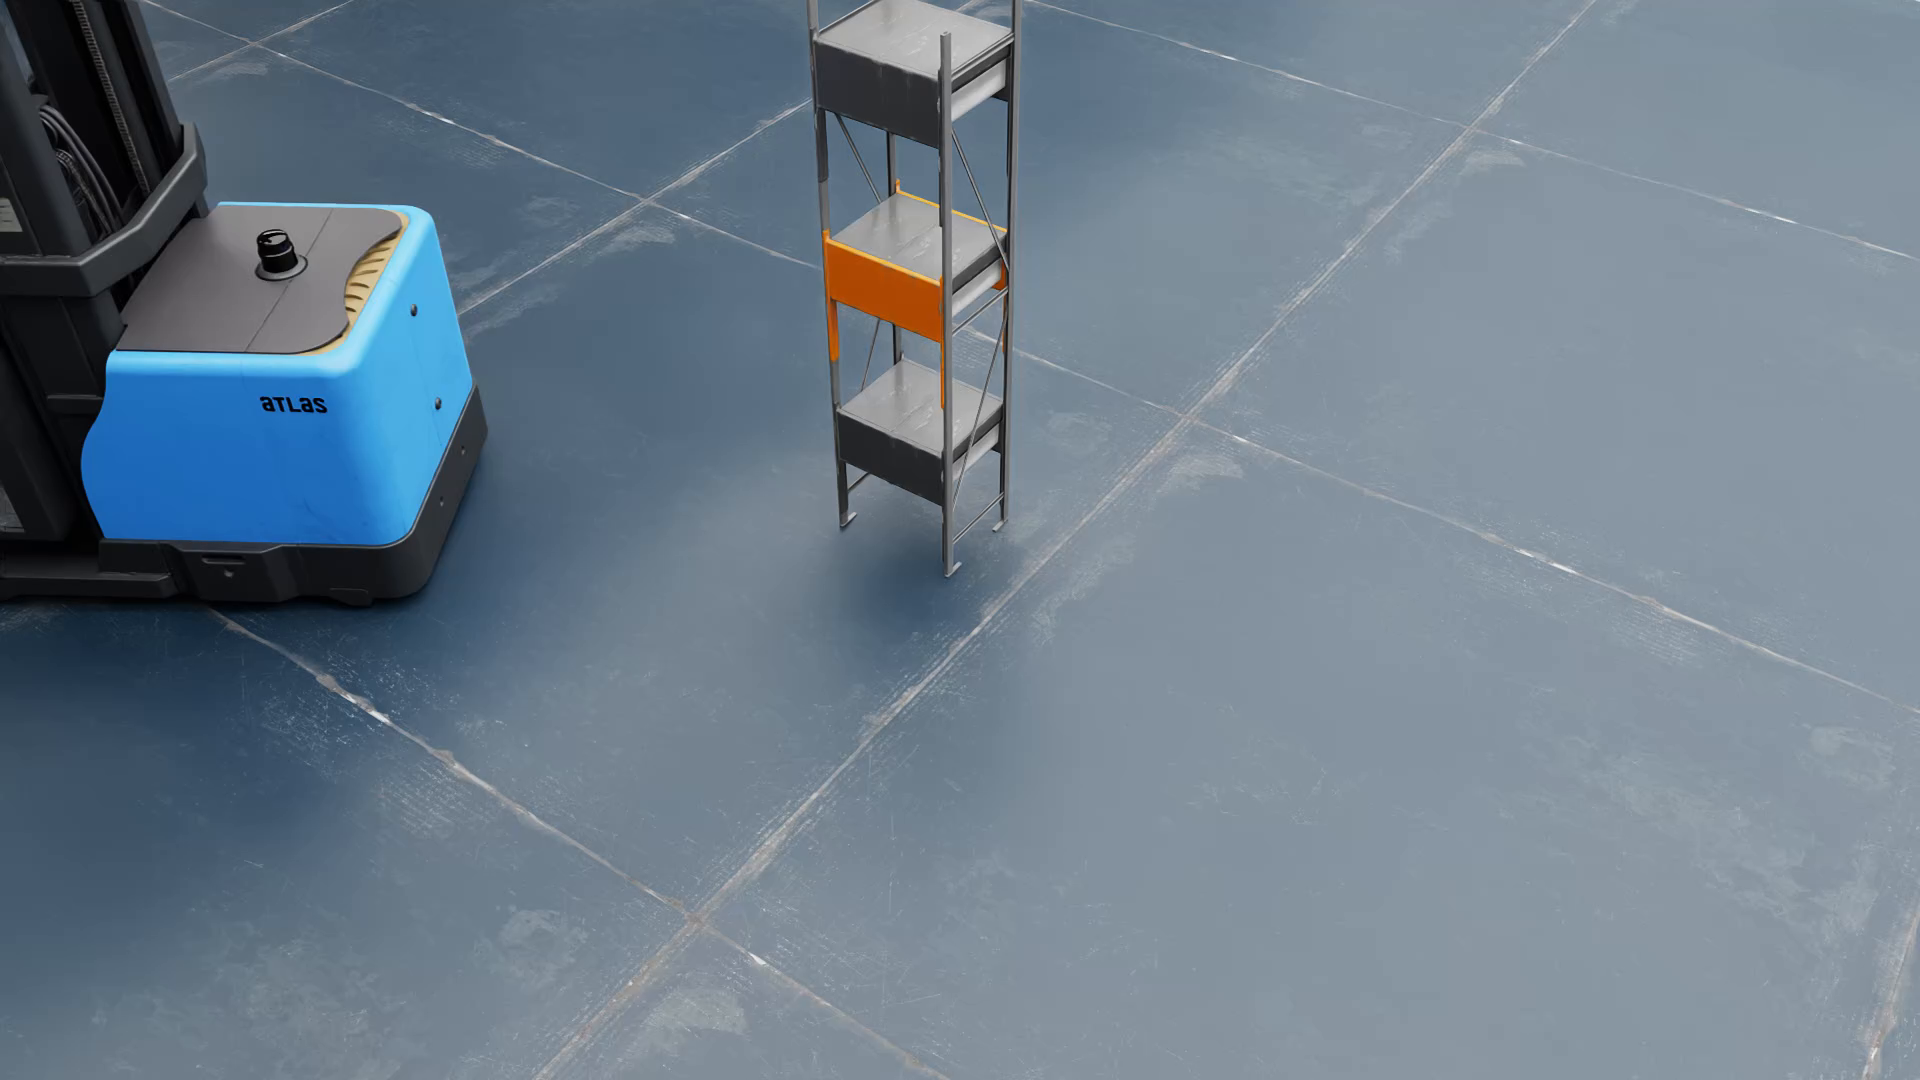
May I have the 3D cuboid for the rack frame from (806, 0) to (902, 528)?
[{"bbox_3d":[-0.335,-0.939,5.725,0.015,2.100,0.400,25,48,25],"label":"rack frame"}]

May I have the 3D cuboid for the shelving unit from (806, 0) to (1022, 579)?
[{"bbox_3d":[-0.136,-0.846,5.621,0.503,2.100,0.431,25,48,25],"label":"shelving unit"}]

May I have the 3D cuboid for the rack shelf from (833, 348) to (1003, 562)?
[{"bbox_3d":[-0.136,-0.314,6.097,0.480,0.518,0.431,25,48,25],"label":"rack shelf"}]

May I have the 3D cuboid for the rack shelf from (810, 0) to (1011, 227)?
[{"bbox_3d":[-0.136,-1.357,5.163,0.480,0.518,0.431,25,48,25],"label":"rack shelf"}]

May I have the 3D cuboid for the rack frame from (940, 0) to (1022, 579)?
[{"bbox_3d":[0.064,-0.752,5.516,0.015,2.100,0.400,25,48,25],"label":"rack frame"}]

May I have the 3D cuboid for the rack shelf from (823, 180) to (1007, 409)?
[{"bbox_3d":[-0.136,-0.836,5.630,0.480,0.518,0.431,25,48,25],"label":"rack shelf"}]

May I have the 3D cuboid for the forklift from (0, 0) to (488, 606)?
[{"bbox_3d":[-3.409,-1.218,5.413,3.031,2.935,1.130,2,42,2],"label":"forklift"}]
